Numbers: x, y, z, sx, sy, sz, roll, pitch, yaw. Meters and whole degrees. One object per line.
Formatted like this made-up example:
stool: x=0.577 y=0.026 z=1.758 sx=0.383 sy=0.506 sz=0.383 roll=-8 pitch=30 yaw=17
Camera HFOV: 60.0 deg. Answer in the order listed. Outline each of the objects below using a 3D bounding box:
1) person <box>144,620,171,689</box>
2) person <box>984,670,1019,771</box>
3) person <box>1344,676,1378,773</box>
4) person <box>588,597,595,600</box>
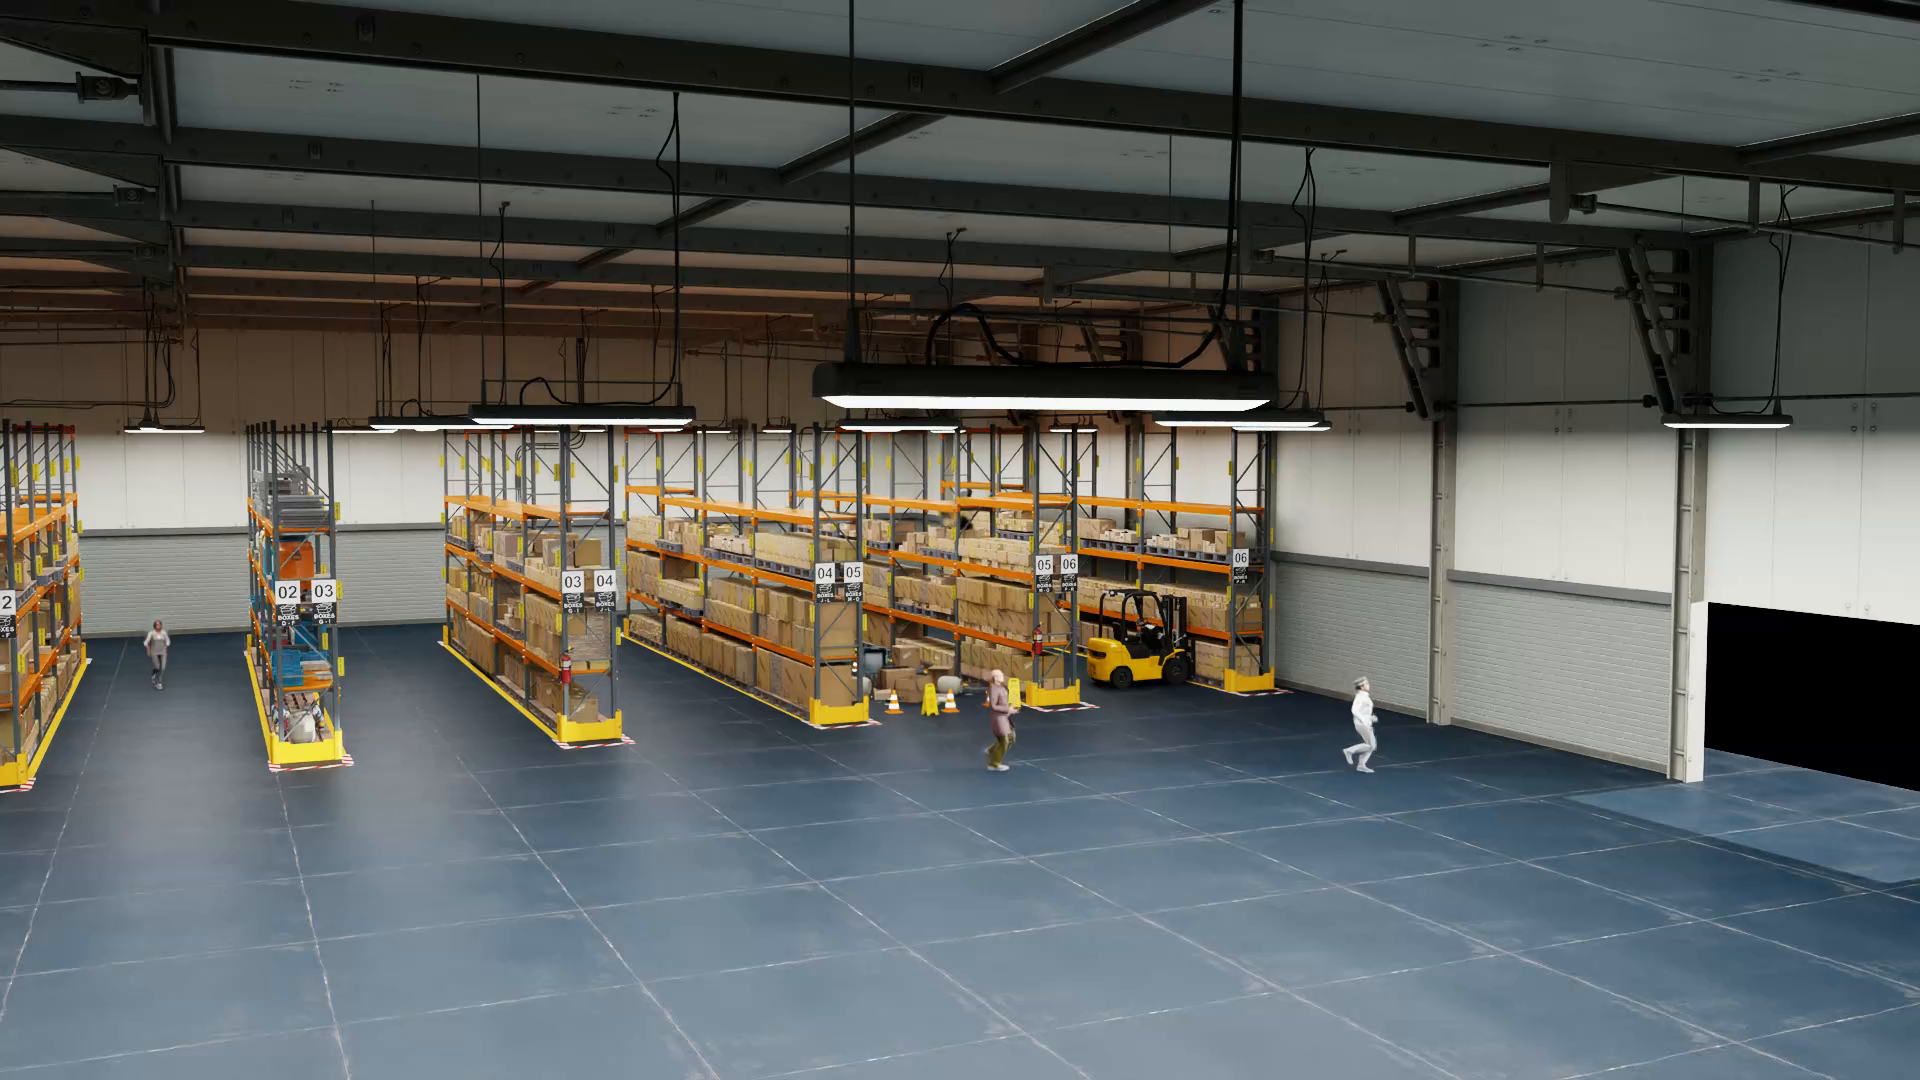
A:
person: x=-18.175 y=2.596 z=37.707 sx=0.536 sy=1.555 sz=0.544 roll=-3 pitch=5 yaw=-38
person: x=0.712 y=3.078 z=28.400 sx=0.649 sy=1.719 sz=0.702 roll=1 pitch=4 yaw=10
person: x=6.835 y=3.133 z=28.331 sx=0.552 sy=1.657 sz=0.621 roll=1 pitch=4 yaw=18
person: x=-10.445 y=2.002 z=46.499 sx=0.673 sy=1.646 sz=0.761 roll=0 pitch=4 yaw=-3
